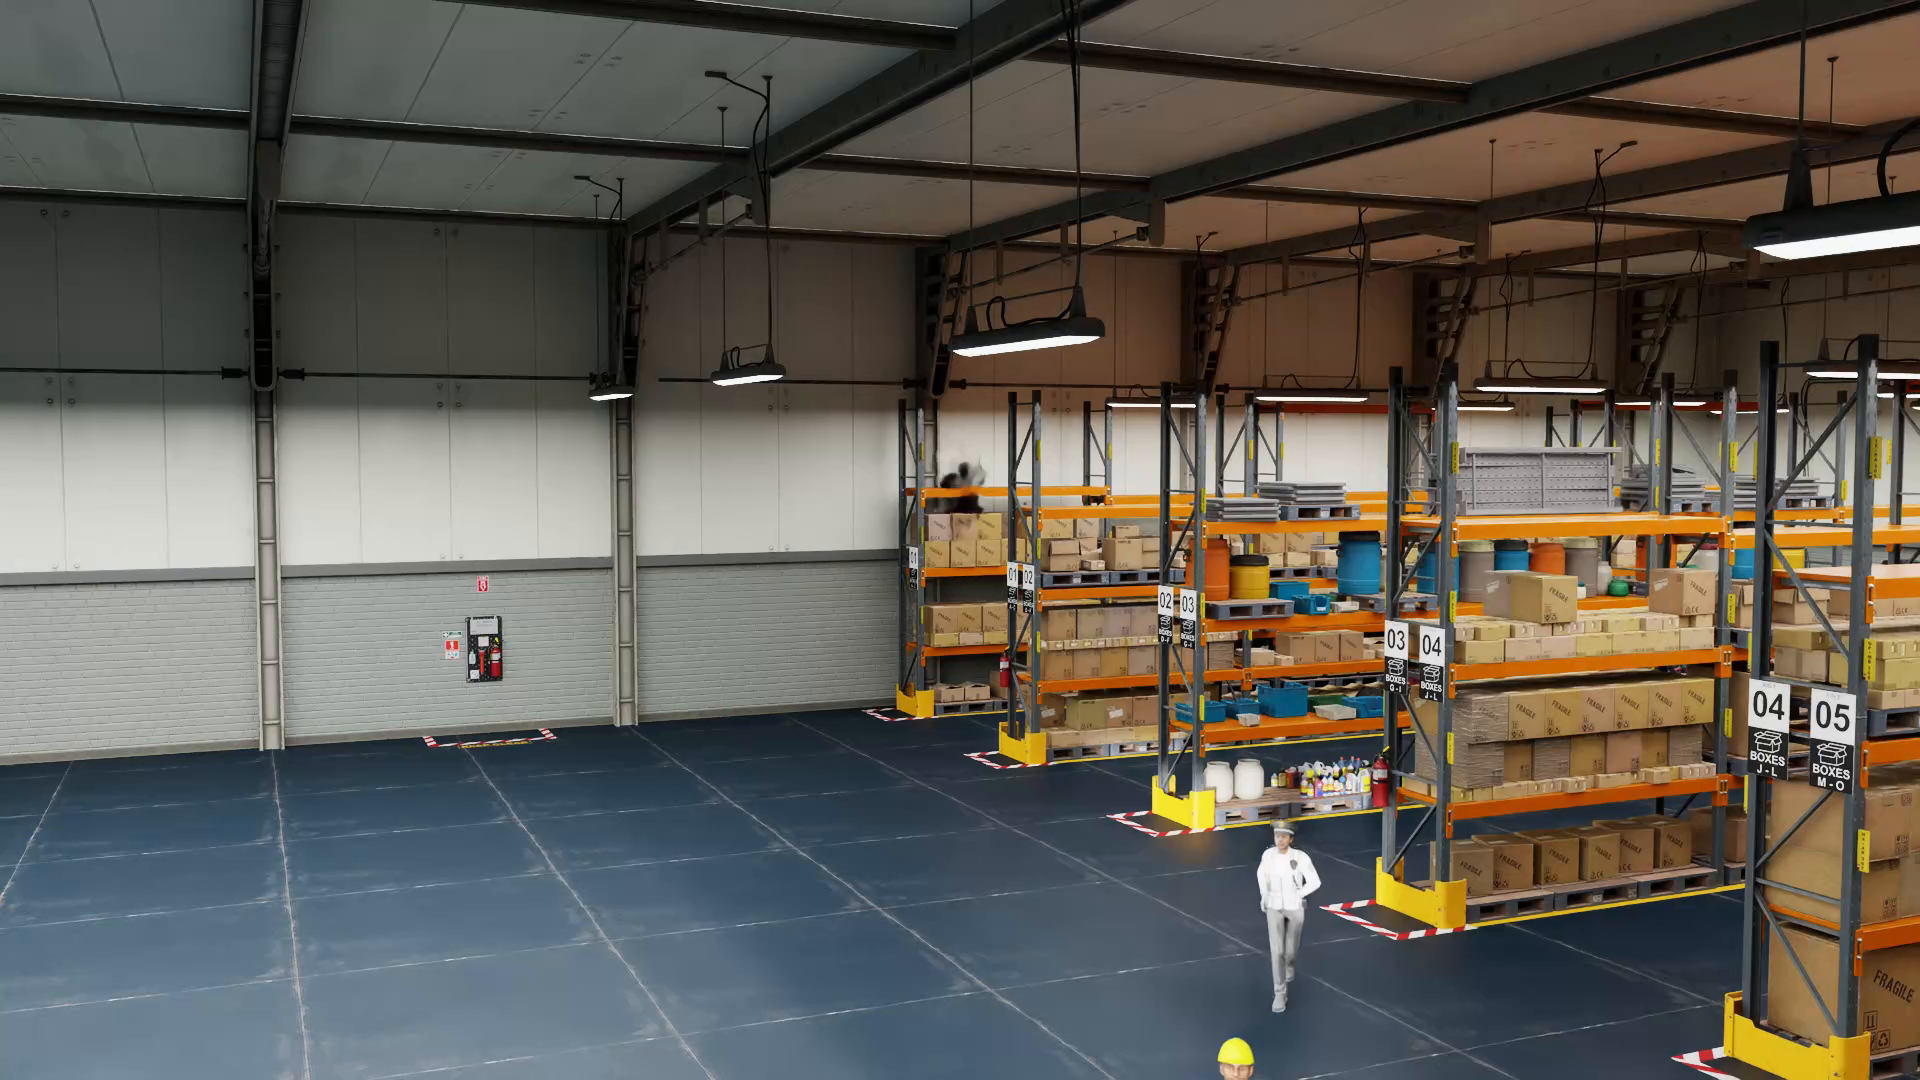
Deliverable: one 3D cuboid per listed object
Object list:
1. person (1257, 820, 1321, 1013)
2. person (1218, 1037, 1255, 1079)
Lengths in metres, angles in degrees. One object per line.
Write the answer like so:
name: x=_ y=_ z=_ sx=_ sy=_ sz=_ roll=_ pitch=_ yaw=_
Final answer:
person: x=3.026 y=3.427 z=15.390 sx=0.607 sy=1.699 sz=0.810 roll=1 pitch=4 yaw=19
person: x=1.587 y=3.724 z=9.481 sx=0.675 sy=1.750 sz=0.675 roll=1 pitch=3 yaw=15
